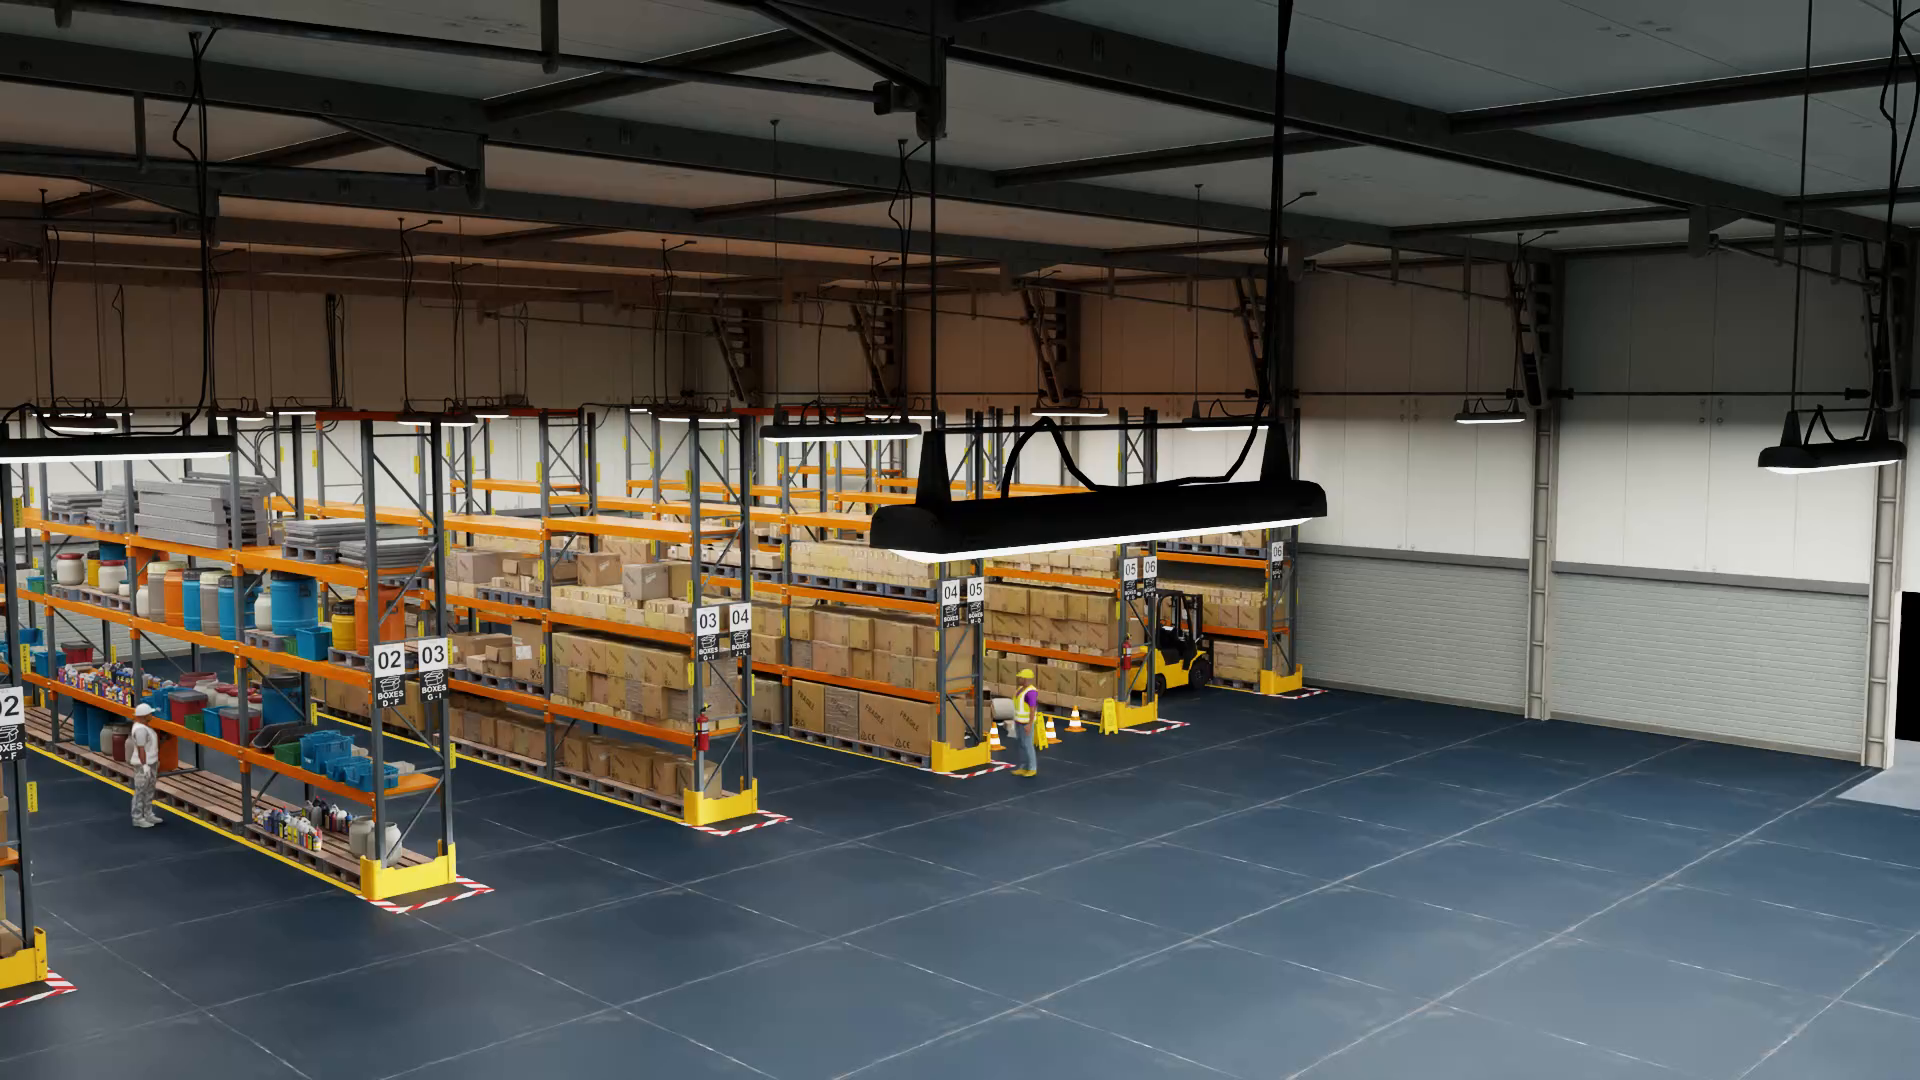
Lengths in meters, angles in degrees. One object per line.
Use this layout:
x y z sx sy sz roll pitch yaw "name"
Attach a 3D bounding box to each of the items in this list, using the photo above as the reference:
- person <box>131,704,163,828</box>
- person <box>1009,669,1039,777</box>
-11.917 3.285 24.349 0.376 1.800 0.629 -1 5 -7 "person"
1.076 3.016 27.483 0.349 1.779 0.624 -3 6 -32 "person"
